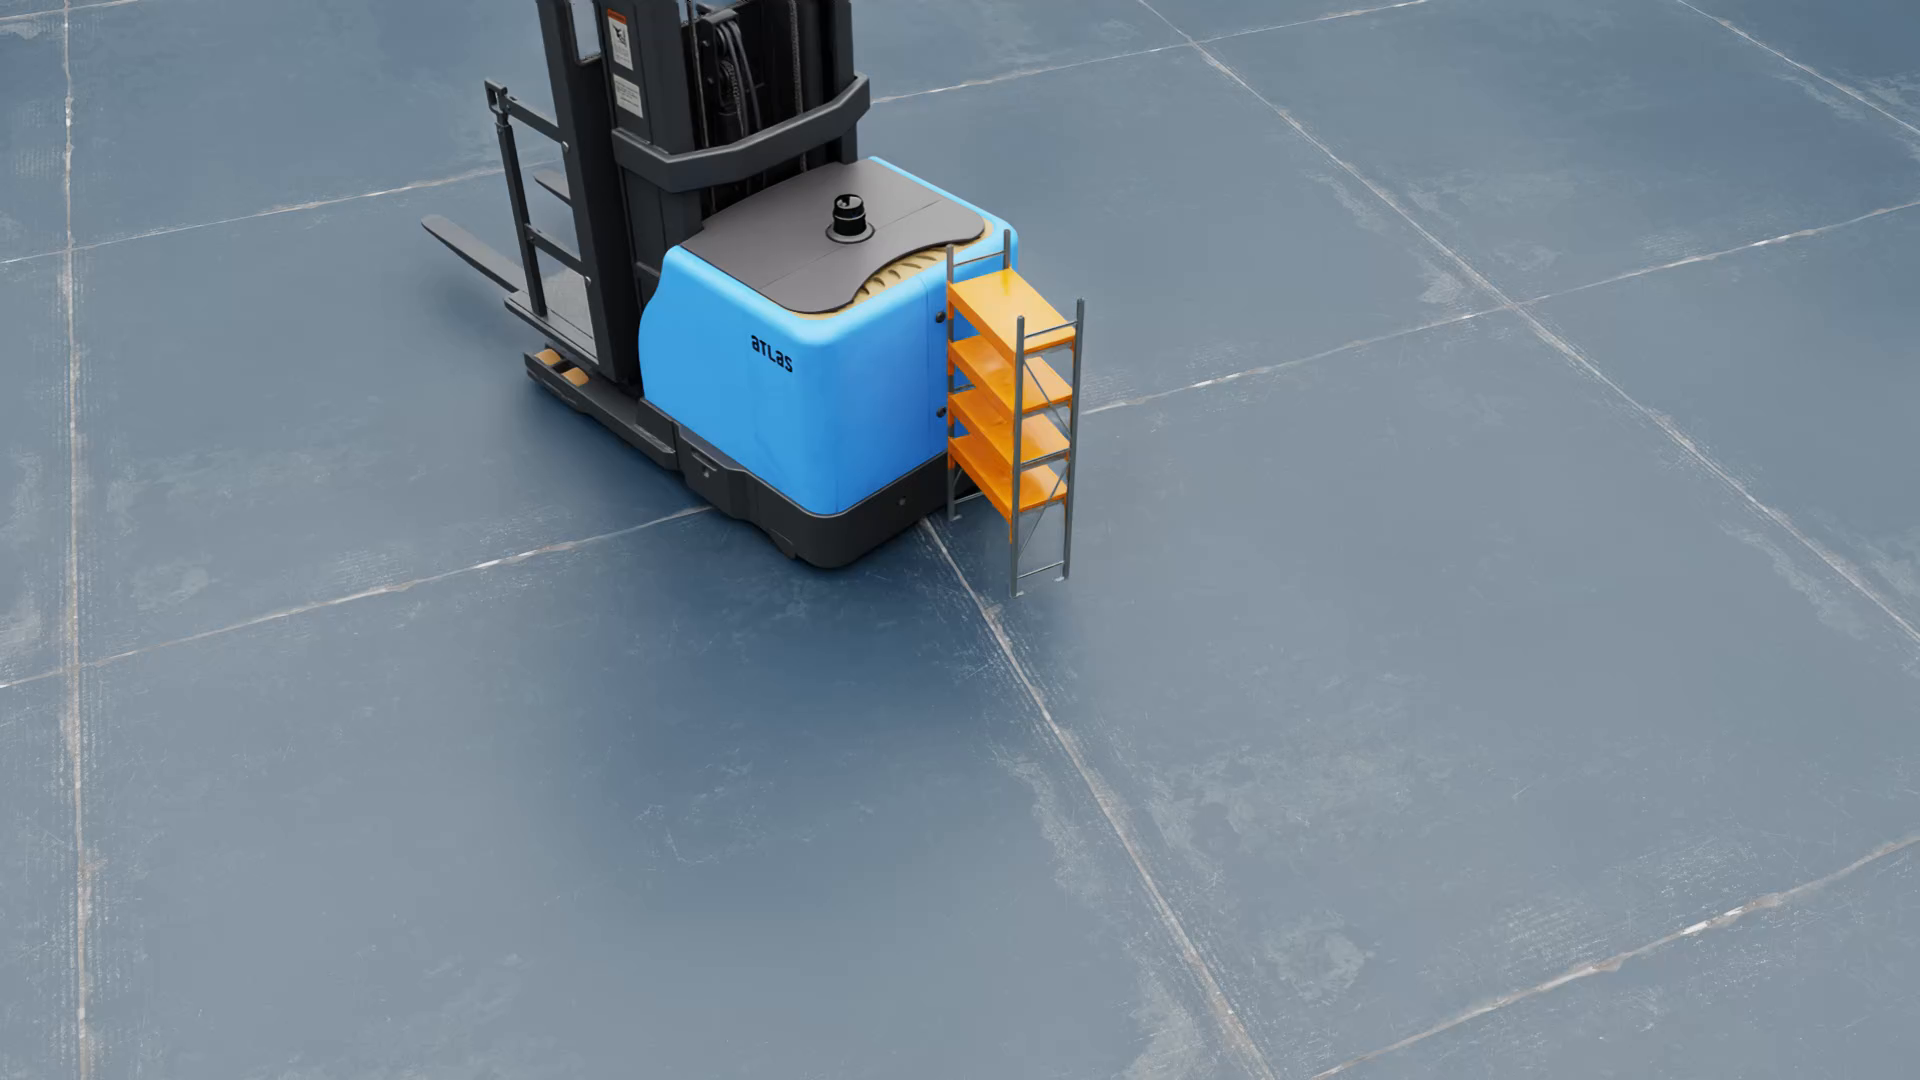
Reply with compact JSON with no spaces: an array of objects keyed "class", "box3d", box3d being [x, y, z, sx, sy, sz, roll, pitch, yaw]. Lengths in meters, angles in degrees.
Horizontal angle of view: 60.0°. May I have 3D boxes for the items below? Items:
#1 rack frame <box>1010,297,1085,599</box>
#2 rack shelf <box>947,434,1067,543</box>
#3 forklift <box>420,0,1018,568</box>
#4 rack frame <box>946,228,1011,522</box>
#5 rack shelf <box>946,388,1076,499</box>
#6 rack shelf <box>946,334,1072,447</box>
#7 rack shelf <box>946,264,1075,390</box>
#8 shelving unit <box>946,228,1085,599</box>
[{"class":"rack frame","box3d":[0.289,-0.281,5.656,0.240,1.200,0.015,-19,44,-21]},{"class":"rack shelf","box3d":[0.176,-0.220,5.994,0.258,0.148,0.480,-19,44,-21]},{"class":"forklift","box3d":[-1.171,-1.866,6.173,1.130,2.935,3.031,-33,50,-32]},{"class":"rack frame","box3d":[0.063,-0.563,5.984,0.240,1.200,0.015,-19,44,-21]},{"class":"rack shelf","box3d":[0.176,-0.371,5.864,0.258,0.148,0.480,-19,44,-21]},{"class":"rack shelf","box3d":[0.176,-0.540,5.718,0.258,0.148,0.480,-19,44,-21]},{"class":"rack shelf","box3d":[0.176,-0.720,5.564,0.258,0.148,0.480,-19,44,-21]},{"class":"shelving unit","box3d":[0.176,-0.422,5.820,0.258,1.200,0.503,-19,44,-21]}]
